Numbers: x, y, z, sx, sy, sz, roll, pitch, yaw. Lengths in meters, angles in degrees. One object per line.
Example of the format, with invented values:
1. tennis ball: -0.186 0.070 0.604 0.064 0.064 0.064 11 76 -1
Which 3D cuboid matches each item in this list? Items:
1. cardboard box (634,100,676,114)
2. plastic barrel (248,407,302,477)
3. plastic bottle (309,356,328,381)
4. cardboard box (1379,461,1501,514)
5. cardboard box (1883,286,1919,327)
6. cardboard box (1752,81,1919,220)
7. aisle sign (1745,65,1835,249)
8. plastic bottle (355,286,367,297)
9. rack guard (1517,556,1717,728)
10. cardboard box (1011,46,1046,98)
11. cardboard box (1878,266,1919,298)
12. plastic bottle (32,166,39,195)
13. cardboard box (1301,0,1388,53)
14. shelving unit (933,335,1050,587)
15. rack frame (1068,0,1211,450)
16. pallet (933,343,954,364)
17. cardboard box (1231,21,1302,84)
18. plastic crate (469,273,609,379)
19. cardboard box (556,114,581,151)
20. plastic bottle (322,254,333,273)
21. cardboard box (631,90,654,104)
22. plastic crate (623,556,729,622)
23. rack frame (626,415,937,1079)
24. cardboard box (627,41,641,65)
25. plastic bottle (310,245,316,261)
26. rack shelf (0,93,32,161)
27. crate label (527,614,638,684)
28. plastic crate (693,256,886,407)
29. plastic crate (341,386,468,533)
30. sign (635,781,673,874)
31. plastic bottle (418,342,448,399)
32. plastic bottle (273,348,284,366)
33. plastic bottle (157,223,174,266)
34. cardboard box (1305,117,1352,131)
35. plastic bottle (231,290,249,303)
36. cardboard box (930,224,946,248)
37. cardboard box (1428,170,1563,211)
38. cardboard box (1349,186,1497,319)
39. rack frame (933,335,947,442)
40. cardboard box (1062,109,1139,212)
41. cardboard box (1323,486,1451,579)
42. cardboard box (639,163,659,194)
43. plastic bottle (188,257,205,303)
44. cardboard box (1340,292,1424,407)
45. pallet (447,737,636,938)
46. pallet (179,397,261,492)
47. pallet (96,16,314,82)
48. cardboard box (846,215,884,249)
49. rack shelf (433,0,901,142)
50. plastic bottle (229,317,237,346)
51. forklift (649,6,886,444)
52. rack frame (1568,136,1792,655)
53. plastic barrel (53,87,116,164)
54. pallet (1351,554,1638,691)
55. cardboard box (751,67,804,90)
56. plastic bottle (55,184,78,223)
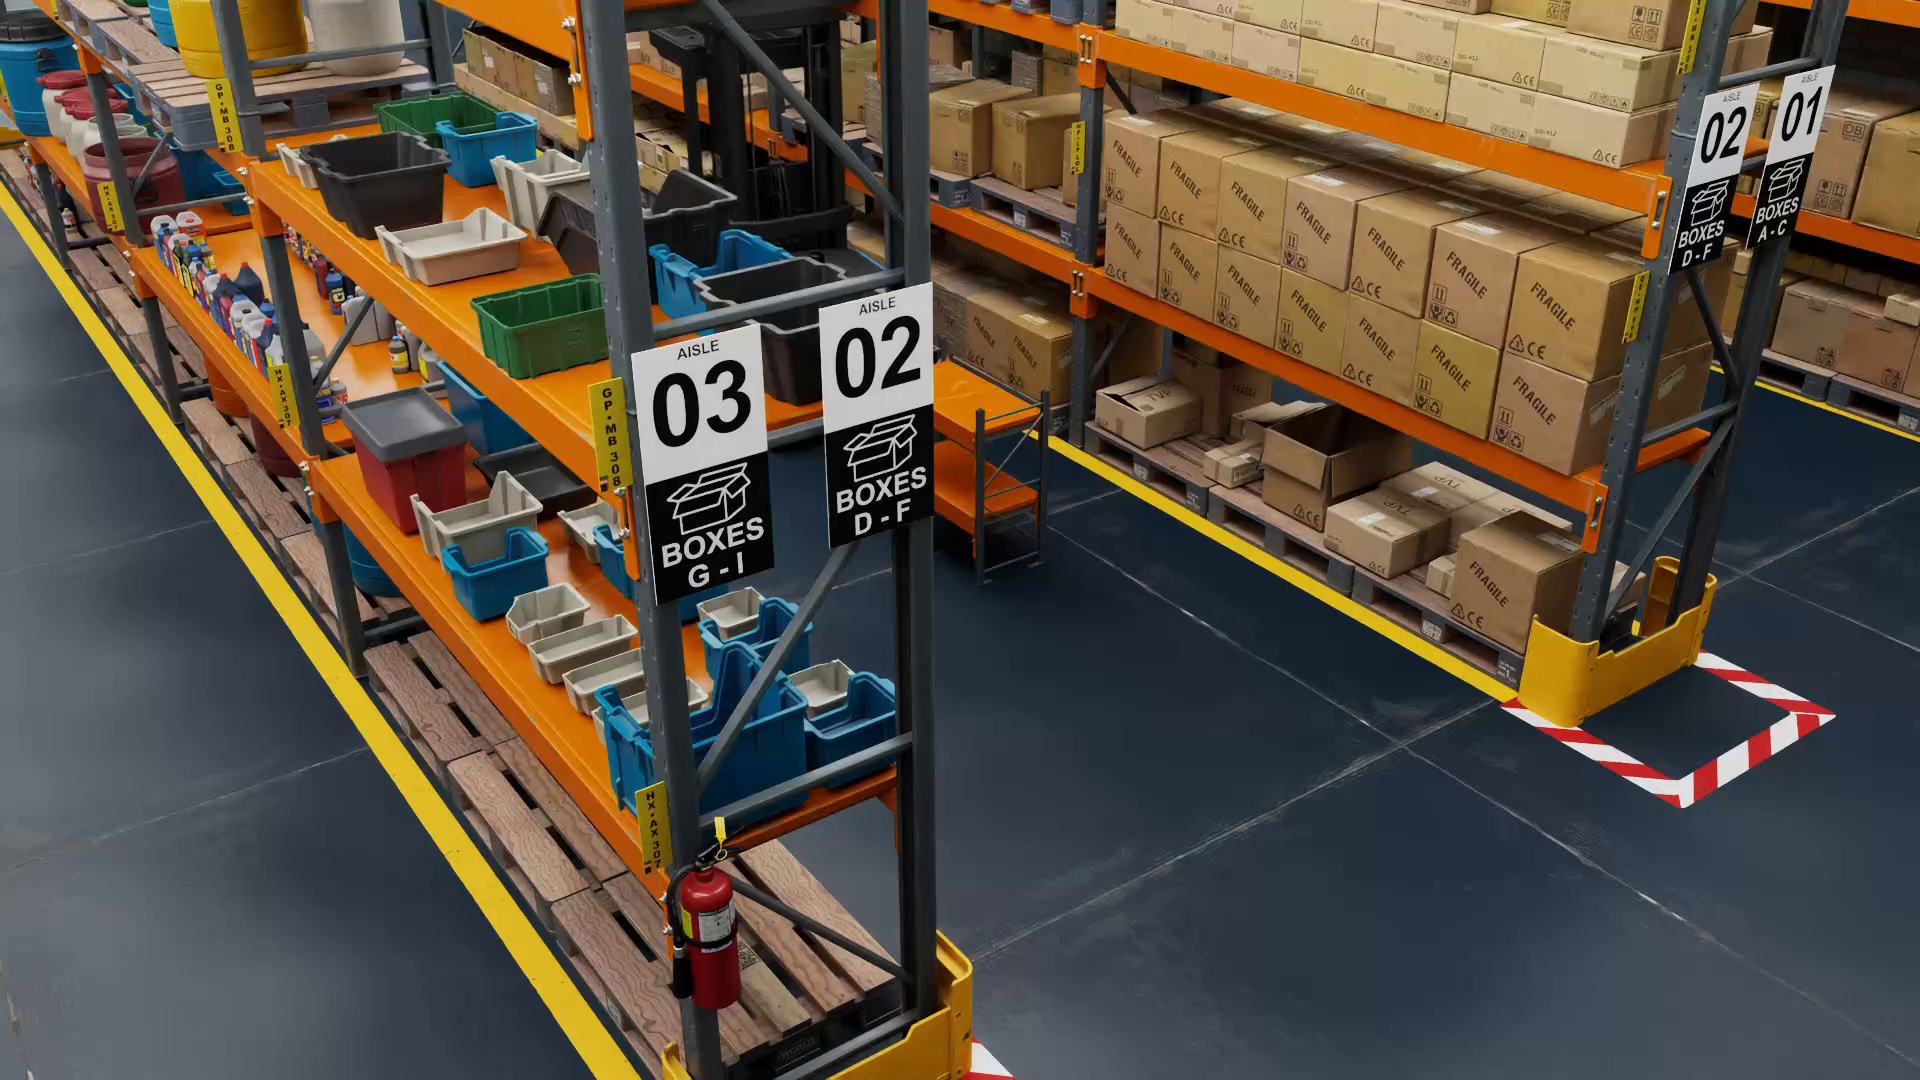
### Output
1. cardboard box: -2.983 -4.355 16.979 0.500 0.311 0.500 -19 34 -31
2. plastic barrel: -4.215 -0.786 10.640 0.600 0.588 0.708 -19 34 -31
3. plastic bottle: -3.461 -0.890 8.955 0.097 0.201 0.097 0 29 0
4. cardboard box: 2.845 -0.209 9.911 0.500 0.250 0.500 -19 34 -31
5. cardboard box: 6.683 -1.632 11.611 0.380 0.149 0.250 -18 33 -29
6. cardboard box: 6.373 -2.824 11.992 0.980 0.700 0.700 -21 35 -33
7. aisle sign: 3.788 -1.742 7.591 0.394 0.787 0.004 -19 34 -31
8. plastic bottle: -3.478 -1.411 9.835 0.152 0.276 0.135 -19 34 -31
9. rack guard: 3.465 0.524 8.761 1.175 0.500 0.348 -19 34 -31
10. cardboard box: 1.022 -5.396 19.201 0.700 0.500 0.500 -18 33 -29
11. cardboard box: 6.851 -1.834 11.984 0.380 0.149 0.250 -18 34 -30
12. plastic bottle: -8.754 -3.426 15.814 0.097 0.271 0.097 0 29 0
13. cardboard box: 2.131 -2.728 8.621 0.500 0.250 0.500 -19 34 -31
14. shelving unit: 0.004 -0.492 9.977 0.538 1.125 1.048 -19 34 -31
15. rack frame: 1.189 -2.100 10.974 1.000 3.000 0.127 -19 34 -31
16. pallet: -0.025 -1.655 13.076 1.003 0.211 1.213 -19 34 -31
17. cardboard box: 1.845 -2.704 9.101 0.500 0.250 0.500 -19 34 -31
18. plastic crate: -1.332 -0.705 5.483 0.450 0.188 0.336 -19 34 -31
19. cardboard box: -3.898 -4.306 17.477 0.500 0.250 0.500 -19 34 -31
20. plastic bottle: -3.865 -1.707 10.301 0.144 0.351 0.185 -19 34 -31
21. cardboard box: -3.465 -4.783 17.569 0.500 0.500 0.500 -19 34 -31
22. plastic crate: -1.166 0.173 6.901 0.416 0.233 0.300 -19 34 -31
23. rack frame: -0.528 0.825 5.588 1.000 3.000 0.127 -19 34 -31
24. cardboard box: -3.104 -4.699 16.022 0.380 0.149 0.250 -19 34 -31
25. plastic bottle: -4.118 -1.830 10.685 0.097 0.201 0.097 0 29 0
26. rack shelf: -8.648 -4.302 15.781 1.077 0.370 4.000 -19 34 -31
27. crate label: -1.486 0.429 6.530 0.396 0.136 0.243 -19 34 -31
28. plastic crate: -0.524 -0.663 5.321 0.497 0.269 0.590 -19 34 -31
29. plastic crate: -2.534 -0.368 7.655 0.402 0.464 0.583 -19 34 -31
30. sign: -0.966 0.912 5.257 0.100 0.325 0.005 -19 34 -31
31. plastic bottle: -2.811 -0.951 8.909 0.144 0.351 0.185 -19 34 -31
32. plastic bottle: -3.552 -0.881 8.860 0.152 0.276 0.135 -19 34 -31
33. plastic bottle: -5.135 -1.918 10.774 0.097 0.271 0.097 0 29 0
34. cardboard box: 3.725 -3.603 15.554 0.750 0.750 0.750 -19 34 -31
35. plastic bottle: -4.174 -1.324 9.680 0.097 0.271 0.097 0 29 0
36. cardboard box: -0.097 -2.250 13.408 0.500 0.500 0.500 -20 34 -32
37. cardboard box: 2.871 -1.671 9.031 0.500 0.500 0.500 -18 33 -30
38. cardboard box: 2.429 -1.522 8.756 0.500 0.500 0.500 -18 33 -29
39. rack frame: -0.291 -0.689 10.341 0.500 1.125 0.032 -19 34 -31
40. cardboard box: 1.097 -2.575 11.303 0.500 0.500 0.700 18 34 30
41. cardboard box: 2.467 -0.051 9.621 0.500 0.250 0.500 -19 34 -31
42. cardboard box: -2.821 -3.561 16.105 0.500 0.250 0.500 -20 34 -32
43. plastic bottle: -4.656 -1.597 10.182 0.097 0.271 0.097 0 29 0
44. cardboard box: 2.439 -1.084 8.998 0.500 0.500 0.500 -18 34 -30
45. pallet: -1.678 1.245 7.736 1.003 0.211 1.213 -19 34 -31
46. pallet: -4.677 -0.765 11.437 1.003 0.211 1.213 -19 34 -31
47. pallet: -4.042 -2.683 9.102 1.003 0.211 1.213 -19 34 -31
48. cardboard box: -0.791 -2.292 13.485 0.500 0.500 0.500 -20 34 -32
49. rack shelf: -1.688 -2.097 5.855 1.077 0.370 4.000 -19 34 -31
50. plastic bottle: -4.146 -1.225 9.570 0.097 0.201 0.097 0 29 0
51. forklift: -1.496 -2.610 11.984 1.130 2.935 3.031 -14 32 -24
52. rack frame: 3.510 -0.545 8.110 1.000 3.000 0.127 -19 34 -31
53. plastic barrel: -6.686 -3.182 12.824 0.433 0.535 0.433 0 29 0
54. pallet: 3.002 0.341 9.401 1.003 0.211 1.213 -19 34 -31
55. cardboard box: -1.492 -4.017 14.597 0.500 0.311 0.500 -19 34 -31
56. plastic bottle: -8.097 -3.040 15.019 0.144 0.351 0.185 -20 34 -32
